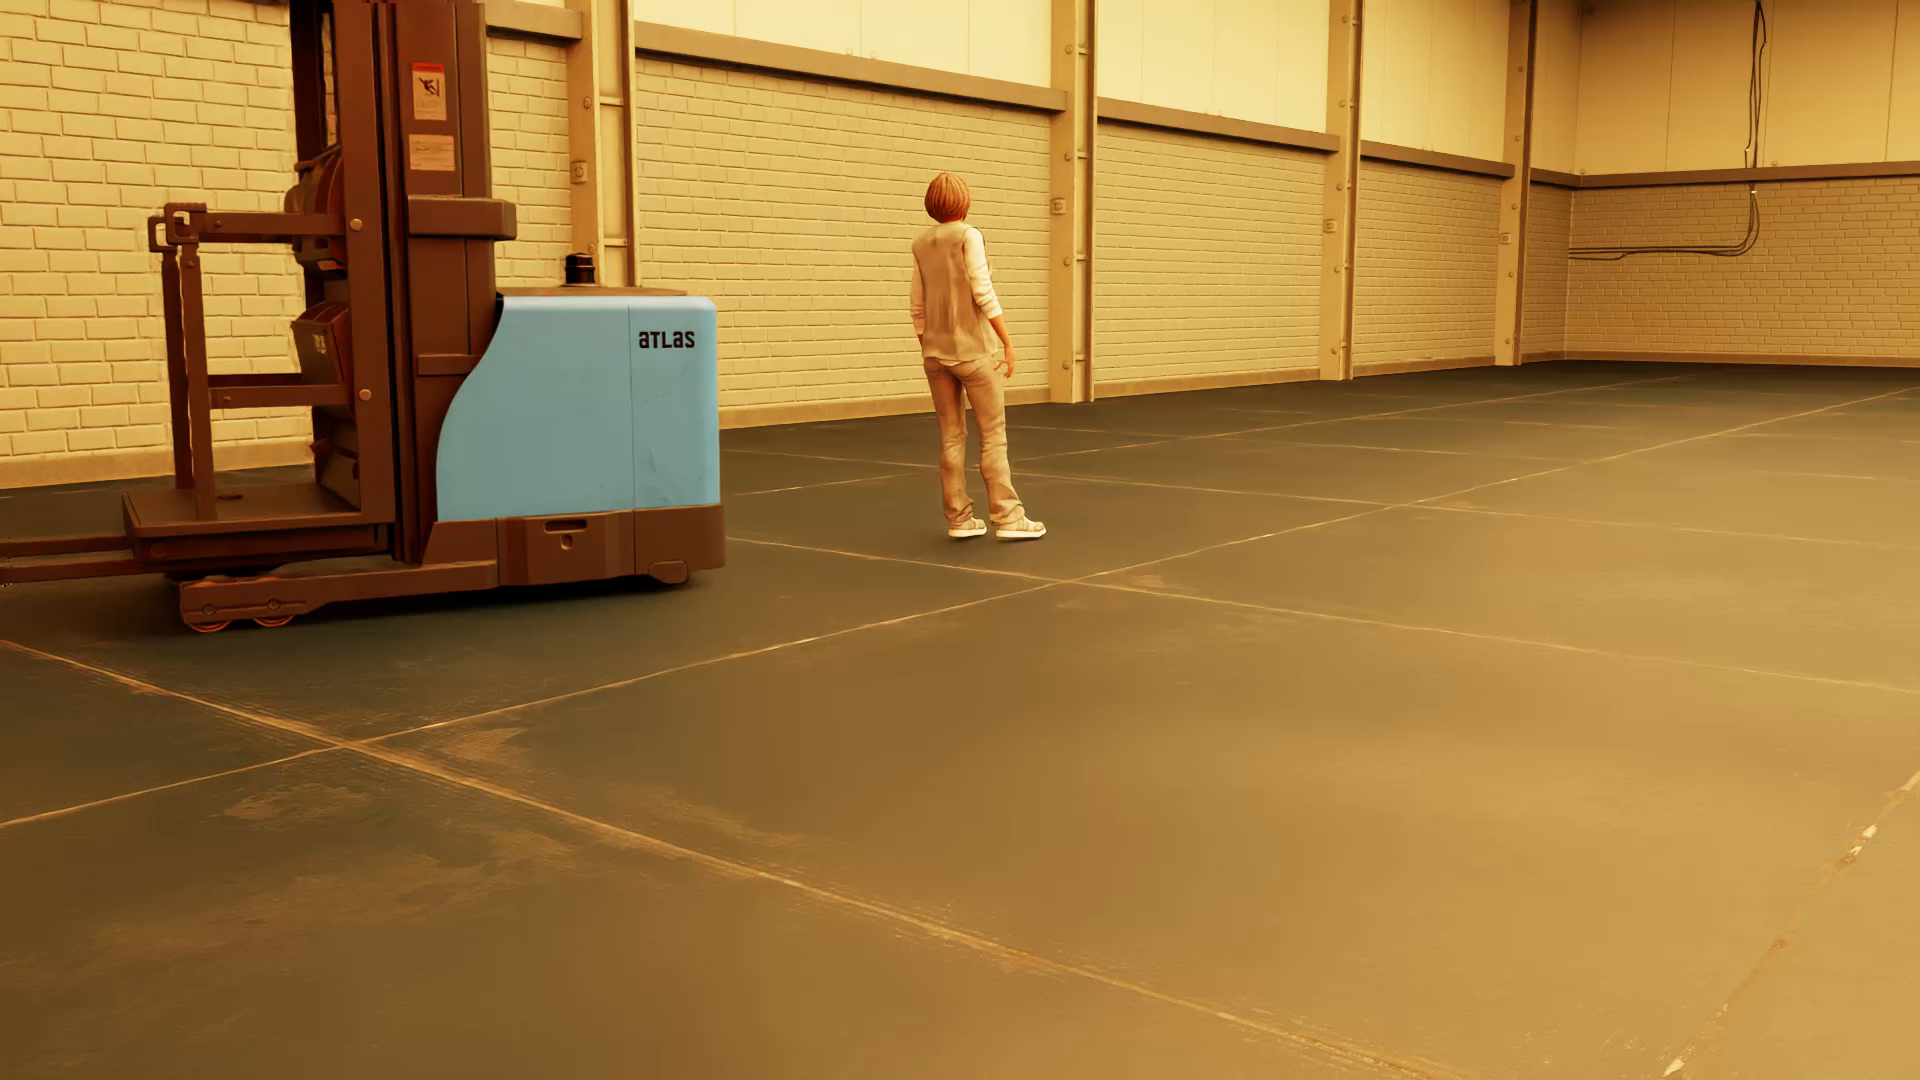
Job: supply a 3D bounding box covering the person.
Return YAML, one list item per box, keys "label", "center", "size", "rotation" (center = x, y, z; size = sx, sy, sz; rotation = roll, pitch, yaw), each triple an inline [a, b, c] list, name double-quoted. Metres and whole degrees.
- label: "person"
  center: [0.057, -0.805, 7.336]
  size: [0.520, 1.597, 0.475]
  rotation: [7, 11, 38]

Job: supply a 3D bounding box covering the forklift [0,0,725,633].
- label: "forklift"
  center: [-2.426, -1.238, 5.744]
  size: [3.031, 2.935, 1.130]
  rotation: [-4, 9, -28]
